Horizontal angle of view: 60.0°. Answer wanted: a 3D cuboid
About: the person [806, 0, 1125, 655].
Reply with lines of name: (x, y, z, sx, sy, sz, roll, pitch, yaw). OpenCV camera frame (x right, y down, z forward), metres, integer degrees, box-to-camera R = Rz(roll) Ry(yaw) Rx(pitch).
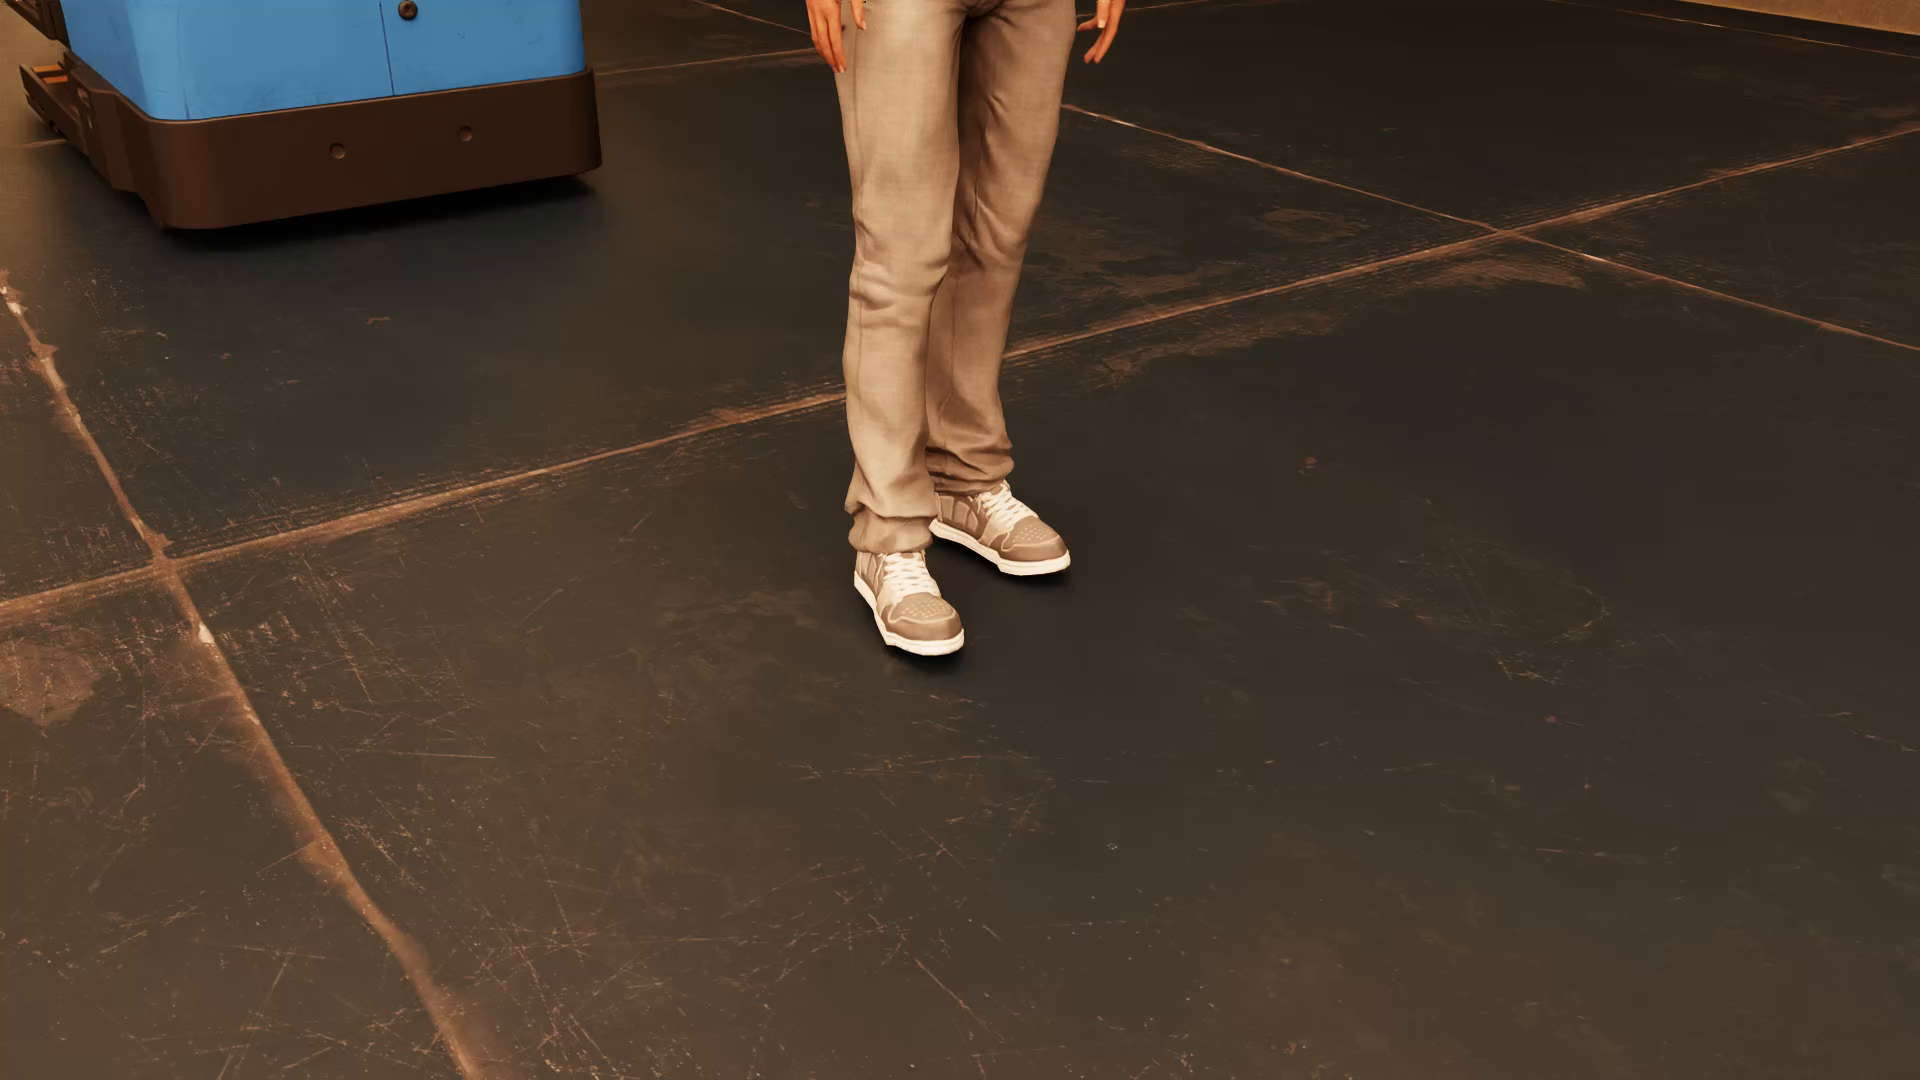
person: (0.031, -0.689, 2.077, 0.520, 1.599, 0.473, -17, 31, -31)

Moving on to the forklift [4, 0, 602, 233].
forklift: (-2.170, -2.612, 4.439, 1.130, 2.935, 3.031, -17, 31, -31)
